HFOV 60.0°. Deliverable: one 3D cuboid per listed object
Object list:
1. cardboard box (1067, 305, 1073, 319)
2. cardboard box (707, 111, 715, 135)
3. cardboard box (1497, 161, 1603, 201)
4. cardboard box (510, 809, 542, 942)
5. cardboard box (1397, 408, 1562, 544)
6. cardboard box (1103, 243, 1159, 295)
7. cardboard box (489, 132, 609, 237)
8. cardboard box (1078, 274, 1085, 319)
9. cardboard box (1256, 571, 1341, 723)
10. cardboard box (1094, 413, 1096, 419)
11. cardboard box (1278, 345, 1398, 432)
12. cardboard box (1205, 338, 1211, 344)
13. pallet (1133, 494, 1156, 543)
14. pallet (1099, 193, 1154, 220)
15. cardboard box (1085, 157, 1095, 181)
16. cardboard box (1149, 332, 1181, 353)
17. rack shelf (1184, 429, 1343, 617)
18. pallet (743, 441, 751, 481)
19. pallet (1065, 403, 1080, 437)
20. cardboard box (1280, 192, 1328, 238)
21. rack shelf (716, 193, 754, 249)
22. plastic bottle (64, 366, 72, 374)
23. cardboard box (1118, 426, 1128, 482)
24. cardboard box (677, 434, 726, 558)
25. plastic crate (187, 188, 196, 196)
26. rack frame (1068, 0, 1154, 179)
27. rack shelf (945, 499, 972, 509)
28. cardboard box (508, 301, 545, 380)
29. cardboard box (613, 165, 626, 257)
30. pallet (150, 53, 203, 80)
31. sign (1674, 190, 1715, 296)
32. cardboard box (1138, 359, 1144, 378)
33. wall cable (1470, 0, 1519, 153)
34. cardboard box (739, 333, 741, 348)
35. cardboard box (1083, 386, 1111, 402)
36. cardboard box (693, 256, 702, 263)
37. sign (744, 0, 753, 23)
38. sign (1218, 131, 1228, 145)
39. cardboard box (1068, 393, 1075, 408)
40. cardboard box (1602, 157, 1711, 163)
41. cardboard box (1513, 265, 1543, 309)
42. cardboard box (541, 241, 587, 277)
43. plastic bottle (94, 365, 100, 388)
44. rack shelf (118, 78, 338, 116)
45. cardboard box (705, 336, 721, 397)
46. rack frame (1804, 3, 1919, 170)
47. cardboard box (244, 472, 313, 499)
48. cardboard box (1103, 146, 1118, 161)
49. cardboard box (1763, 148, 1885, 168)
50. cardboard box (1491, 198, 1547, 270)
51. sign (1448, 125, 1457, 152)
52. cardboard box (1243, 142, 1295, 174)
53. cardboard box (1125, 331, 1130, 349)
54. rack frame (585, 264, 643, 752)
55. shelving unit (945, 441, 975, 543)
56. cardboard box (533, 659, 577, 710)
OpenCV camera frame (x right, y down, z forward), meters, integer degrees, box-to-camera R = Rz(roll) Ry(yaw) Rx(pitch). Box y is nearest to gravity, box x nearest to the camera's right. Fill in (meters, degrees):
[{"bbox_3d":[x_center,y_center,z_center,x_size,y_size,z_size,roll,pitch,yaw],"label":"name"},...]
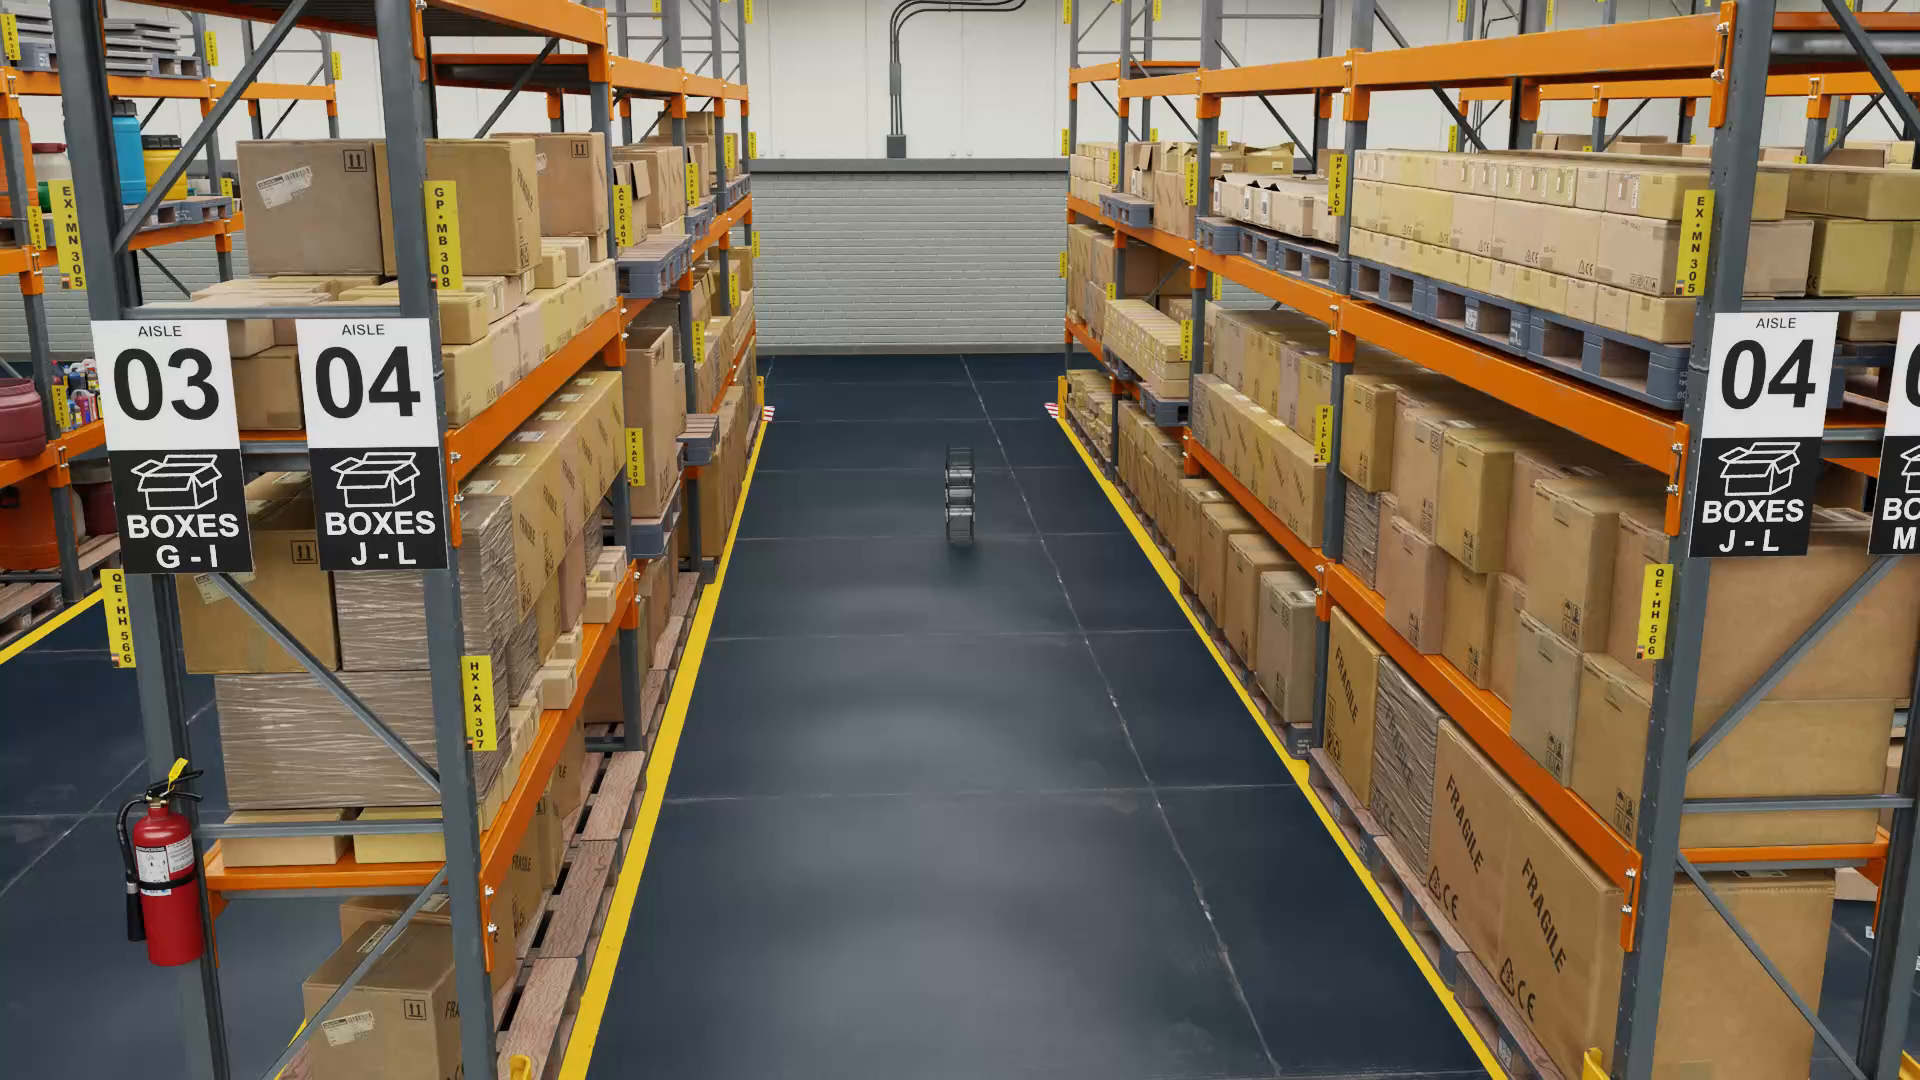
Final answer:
[{"bbox_3d":[1.546,-2.863,20.860,0.380,0.149,0.250,-1,14,-4],"label":"cardboard box"},{"bbox_3d":[-2.989,-4.632,18.464,0.500,0.250,0.500,-1,14,-5],"label":"cardboard box"},{"bbox_3d":[2.406,-1.454,6.724,0.380,0.149,0.250,-1,14,-4],"label":"cardboard box"},{"bbox_3d":[-2.225,1.508,7.542,0.500,0.500,0.500,0,14,2],"label":"cardboard box"},{"bbox_3d":[2.631,-0.317,7.996,0.875,0.550,0.550,-1,14,-3],"label":"cardboard box"},{"bbox_3d":[1.802,-2.865,17.559,0.500,0.500,0.500,-1,14,-5],"label":"cardboard box"},{"bbox_3d":[-2.078,-1.813,8.457,0.500,0.500,0.500,-1,14,-5],"label":"cardboard box"},{"bbox_3d":[1.681,-2.892,19.671,0.500,0.500,0.500,-1,14,-3],"label":"cardboard box"},{"bbox_3d":[2.468,0.648,10.385,1.050,0.750,0.750,-1,14,-4],"label":"cardboard box"},{"bbox_3d":[1.751,-1.443,19.119,0.380,0.149,0.250,-2,15,-6],"label":"cardboard box"},{"bbox_3d":[2.495,-0.995,10.891,0.700,0.500,0.500,-1,14,-3],"label":"cardboard box"},{"bbox_3d":[2.438,-1.750,15.095,0.380,0.149,0.250,-1,14,-4],"label":"cardboard box"},{"bbox_3d":[2.229,-0.227,15.708,1.003,0.211,1.213,-1,14,-3],"label":"pallet"},{"bbox_3d":[2.033,-3.282,16.342,1.213,0.211,1.003,-1,14,-3],"label":"pallet"},{"bbox_3d":[1.706,-4.197,18.822,0.500,0.250,0.500,-1,14,-6],"label":"cardboard box"},{"bbox_3d":[1.831,-1.693,14.276,0.380,0.149,0.250,0,14,-2],"label":"cardboard box"},{"bbox_3d":[2.473,-0.234,11.585,1.077,0.370,4.000,-1,14,-3],"label":"rack shelf"},{"bbox_3d":[-2.825,-0.863,18.182,1.003,0.211,1.213,-1,14,-3],"label":"pallet"},{"bbox_3d":[1.873,-1.498,20.648,1.003,0.211,1.213,-1,14,-3],"label":"pallet"},{"bbox_3d":[2.300,-2.021,10.323,0.500,0.250,0.500,-1,14,-4],"label":"cardboard box"},{"bbox_3d":[-2.980,-3.625,18.744,1.077,0.370,4.000,-1,14,-3],"label":"rack shelf"},{"bbox_3d":[-8.099,-1.447,15.111,0.097,0.271,0.097,0,14,0],"label":"plastic bottle"},{"bbox_3d":[1.882,-0.880,16.824,0.500,0.500,0.500,0,14,-1],"label":"cardboard box"},{"bbox_3d":[-2.630,-0.375,14.110,1.225,0.875,0.875,-2,15,-6],"label":"cardboard box"},{"bbox_3d":[-8.174,-3.540,17.306,0.416,0.233,0.300,-1,14,-3],"label":"plastic crate"},{"bbox_3d":[1.853,-5.975,20.414,1.000,3.000,0.127,-1,14,-3],"label":"rack frame"},{"bbox_3d":[0.000,-0.318,15.176,0.258,0.077,0.200,-1,14,-3],"label":"rack shelf"},{"bbox_3d":[-1.949,-0.795,6.599,0.500,0.250,0.500,-1,14,-4],"label":"cardboard box"},{"bbox_3d":[-2.291,-1.859,9.384,0.797,0.503,0.637,-2,15,-6],"label":"cardboard box"},{"bbox_3d":[-7.717,-4.362,15.326,1.003,0.211,1.213,-1,14,-3],"label":"pallet"},{"bbox_3d":[2.302,-0.929,5.203,0.100,0.325,0.005,-1,14,-3],"label":"sign"},{"bbox_3d":[1.799,-1.532,14.847,0.380,0.149,0.250,-2,15,-6],"label":"cardboard box"},{"bbox_3d":[9.687,-7.550,26.459,2.988,3.039,0.133,-1,14,-3],"label":"wall cable"},{"bbox_3d":[-2.593,-2.177,18.195,0.380,0.149,0.250,-1,14,-5],"label":"cardboard box"},{"bbox_3d":[1.648,-1.718,19.593,0.380,0.149,0.250,-1,14,-3],"label":"cardboard box"},{"bbox_3d":[-3.274,-3.076,19.386,0.500,0.500,0.500,-1,14,-5],"label":"cardboard box"},{"bbox_3d":[-2.561,-6.419,20.107,0.100,0.325,0.005,-1,14,-3],"label":"sign"},{"bbox_3d":[2.655,-3.978,16.845,0.100,0.325,0.005,-1,14,-3],"label":"sign"},{"bbox_3d":[1.566,-1.757,20.939,0.380,0.149,0.250,-1,14,-2],"label":"cardboard box"},{"bbox_3d":[3.032,-1.591,7.254,0.380,0.149,0.250,-1,14,-3],"label":"cardboard box"},{"bbox_3d":[2.422,-1.004,6.574,0.380,0.149,0.250,-1,14,-4],"label":"cardboard box"},{"bbox_3d":[-1.982,-1.334,7.895,0.380,0.149,0.250,-1,14,-5],"label":"cardboard box"},{"bbox_3d":[-7.942,-1.538,15.457,0.152,0.276,0.135,-1,14,-3],"label":"plastic bottle"},{"bbox_3d":[-7.923,-4.808,18.123,1.077,0.370,4.000,-1,14,-3],"label":"rack shelf"},{"bbox_3d":[-2.465,-1.582,15.179,0.500,0.500,0.500,-1,14,-3],"label":"cardboard box"},{"bbox_3d":[7.283,-4.087,13.076,1.000,3.000,0.127,-1,14,-3],"label":"rack frame"},{"bbox_3d":[-2.430,0.027,6.322,0.500,0.500,0.500,-1,14,-3],"label":"cardboard box"},{"bbox_3d":[1.725,-4.090,17.603,0.380,0.149,0.250,-1,14,-4],"label":"cardboard box"},{"bbox_3d":[7.109,-2.979,13.740,0.797,0.503,0.637,-2,15,-7],"label":"cardboard box"},{"bbox_3d":[2.475,-1.233,6.664,0.500,0.250,0.500,-1,14,-4],"label":"cardboard box"},{"bbox_3d":[6.233,-5.079,21.036,0.100,0.325,0.005,-1,14,-3],"label":"sign"},{"bbox_3d":[2.567,-3.185,13.853,0.396,0.266,0.258,-1,14,-3],"label":"cardboard box"},{"bbox_3d":[1.752,-1.870,15.561,0.380,0.149,0.250,-1,14,-4],"label":"cardboard box"},{"bbox_3d":[-2.360,-0.034,9.363,1.000,3.000,0.127,-1,14,-3],"label":"rack frame"},{"bbox_3d":[0.000,-0.438,15.146,0.258,0.900,0.210,-1,14,-3],"label":"shelving unit"},{"bbox_3d":[-1.888,0.633,7.273,0.380,0.149,0.250,-1,14,-3],"label":"cardboard box"}]
